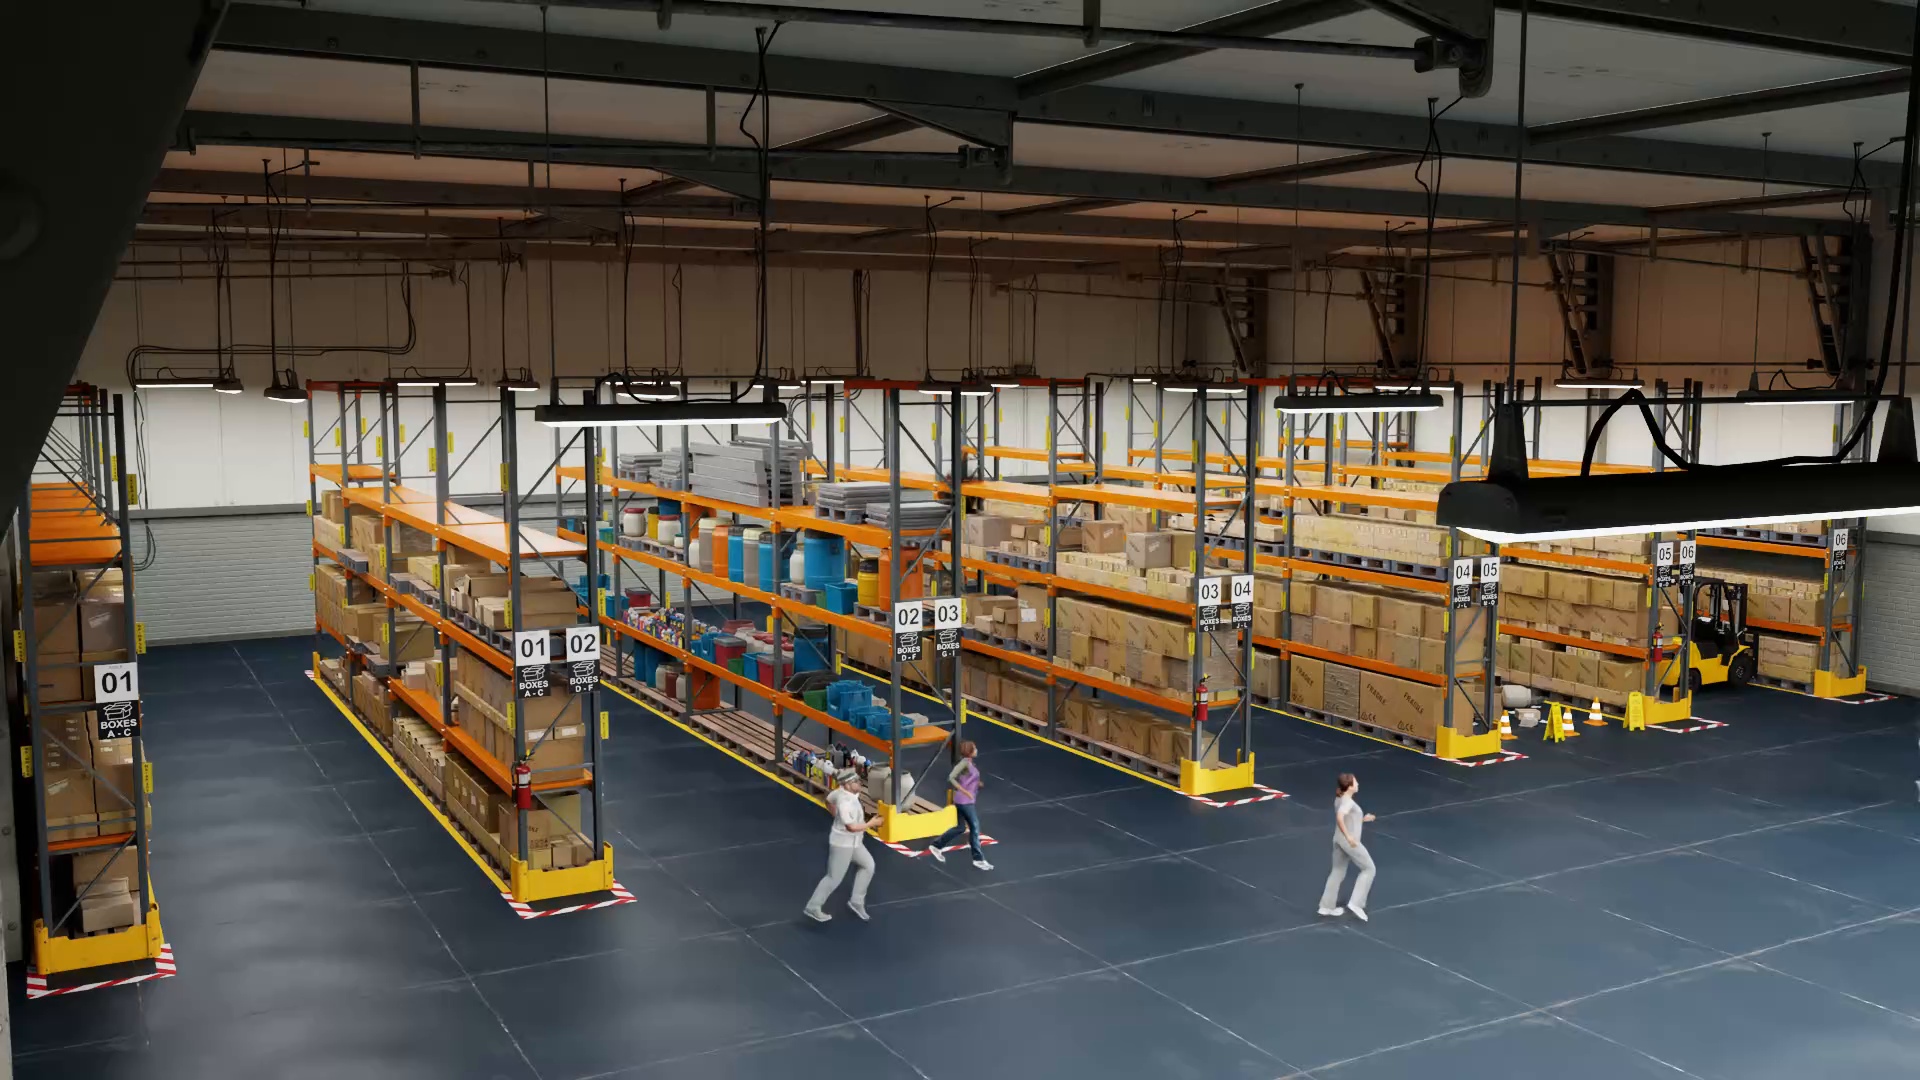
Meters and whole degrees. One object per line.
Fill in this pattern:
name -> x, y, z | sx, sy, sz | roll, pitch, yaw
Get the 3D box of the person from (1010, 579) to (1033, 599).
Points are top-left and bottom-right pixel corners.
person -> 1.358, 1.626, 33.104 | 0.698, 1.837, 0.988 | -4, 7, -30

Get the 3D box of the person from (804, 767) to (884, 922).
person -> -1.308, 3.459, 18.835 | 0.911, 1.832, 0.673 | 0, 6, 0

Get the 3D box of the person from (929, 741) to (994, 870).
person -> 0.027, 3.371, 21.019 | 0.832, 1.502, 0.551 | 1, 6, 6

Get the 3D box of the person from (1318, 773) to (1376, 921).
person -> 4.416, 3.490, 18.916 | 0.677, 1.704, 0.546 | -2, 6, -14
